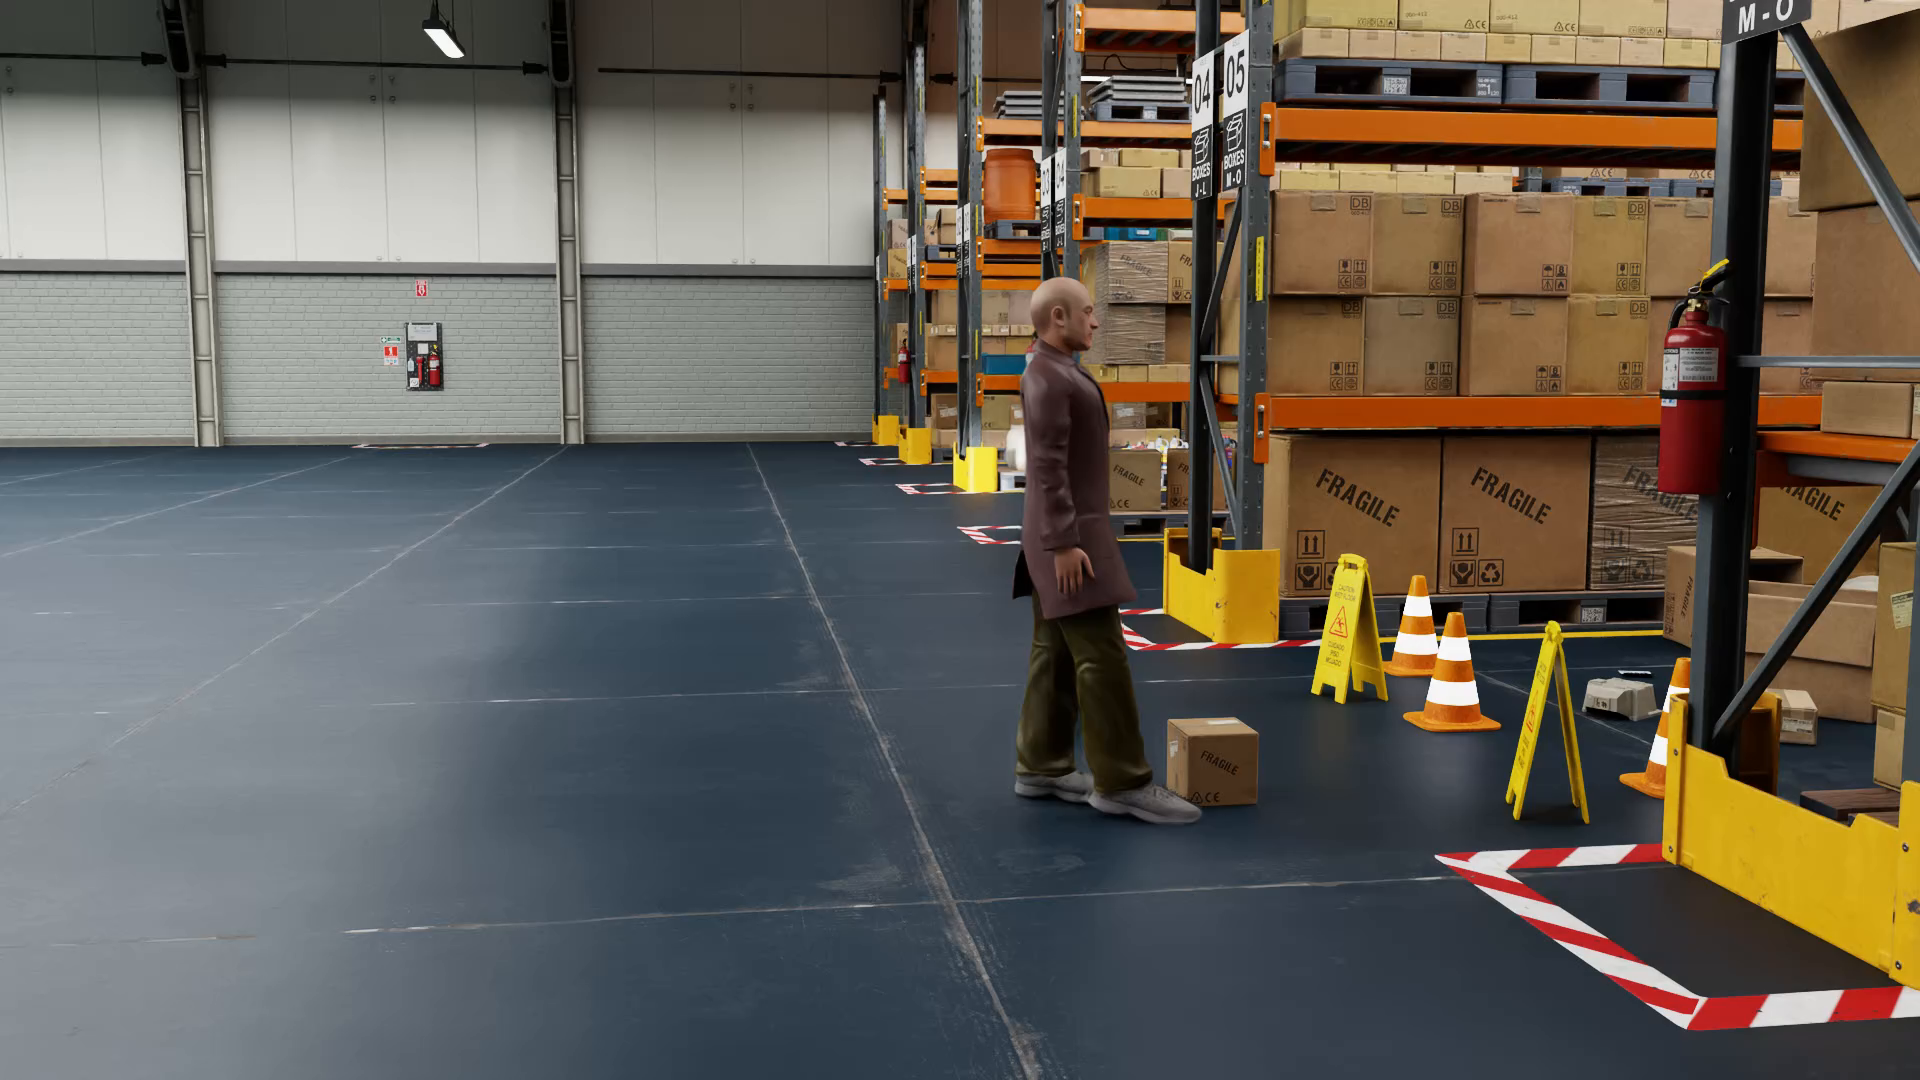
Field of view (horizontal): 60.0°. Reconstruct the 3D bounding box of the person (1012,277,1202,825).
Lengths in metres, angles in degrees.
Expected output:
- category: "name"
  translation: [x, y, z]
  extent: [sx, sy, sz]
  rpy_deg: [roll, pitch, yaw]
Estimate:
- category: "person"
  translation: [0.490, -0.005, 5.587]
  extent: [0.631, 1.741, 0.591]
  rpy_deg: [0, 6, 3]
